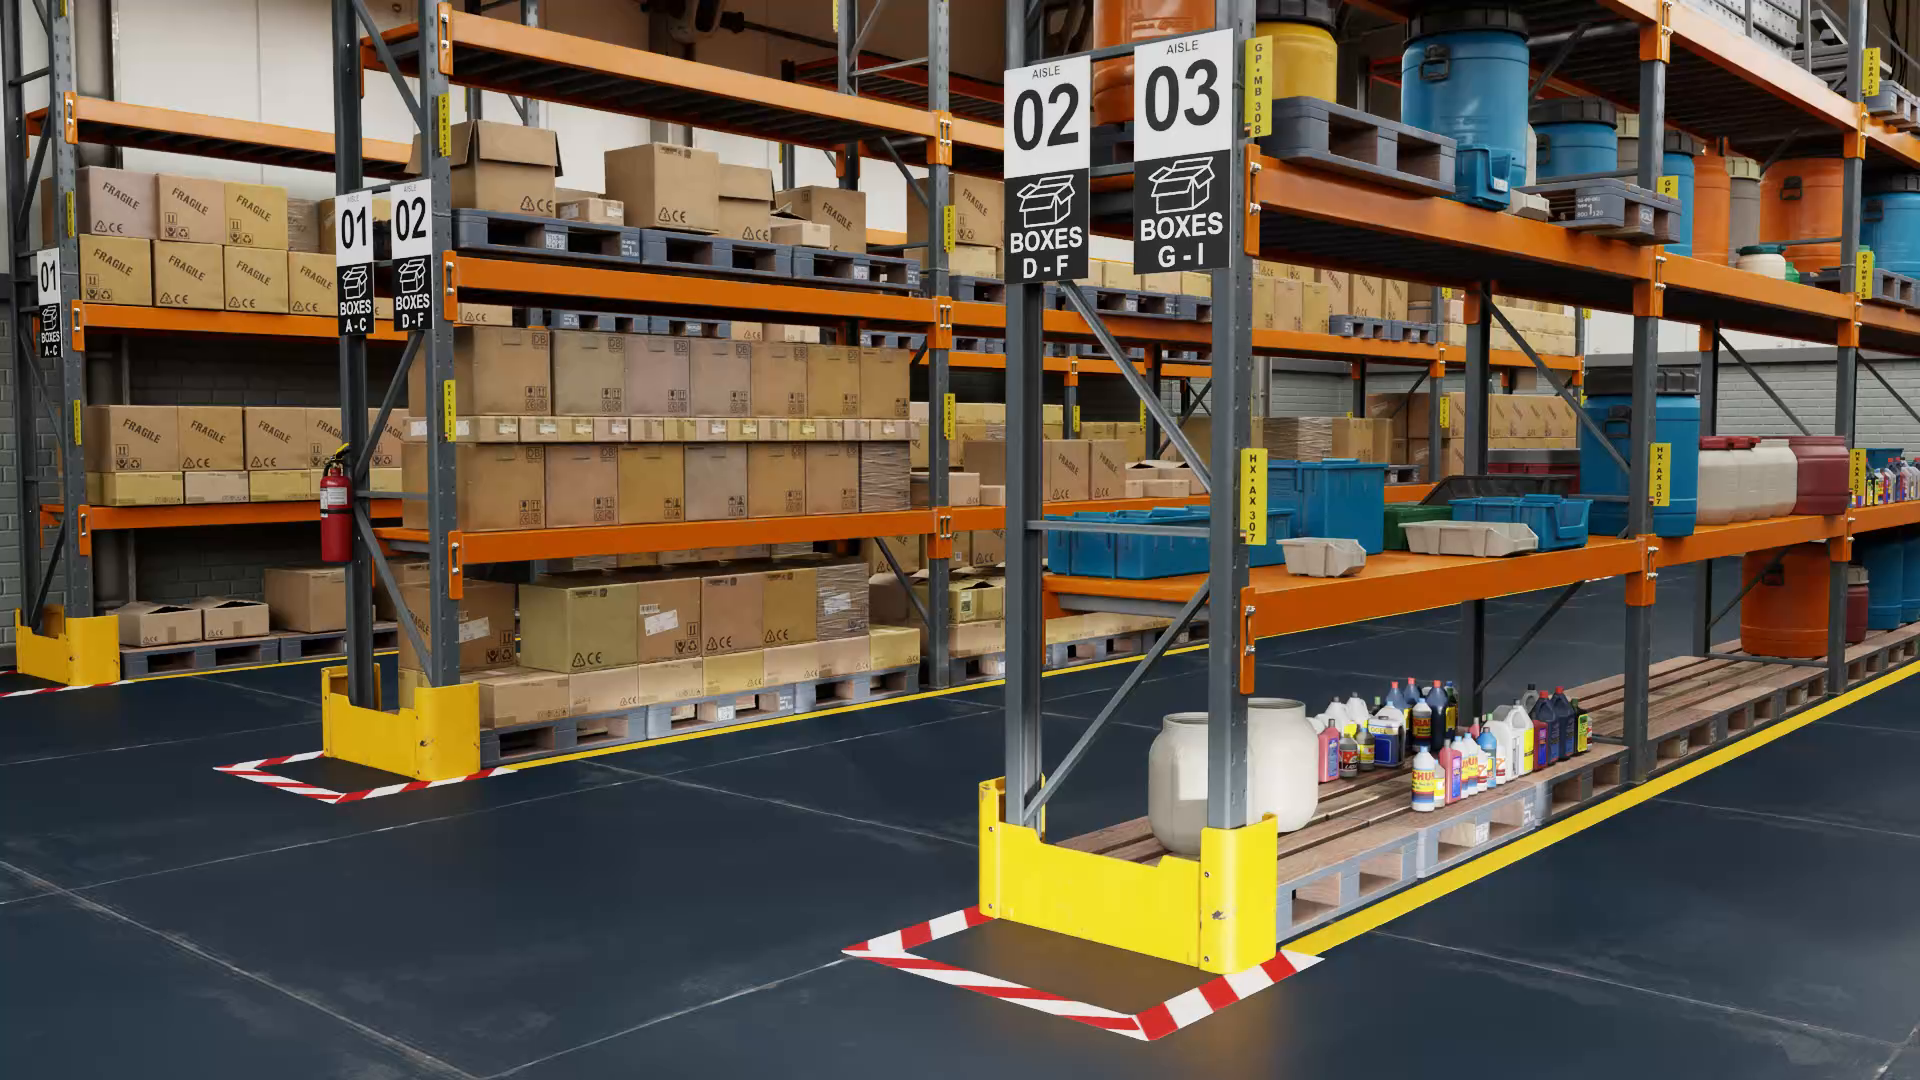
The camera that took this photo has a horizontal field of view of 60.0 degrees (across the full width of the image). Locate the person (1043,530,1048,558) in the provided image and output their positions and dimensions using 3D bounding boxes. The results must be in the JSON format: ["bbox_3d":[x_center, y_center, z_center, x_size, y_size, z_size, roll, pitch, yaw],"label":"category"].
[{"bbox_3d":[0.993,-0.030,16.945,0.460,1.615,0.461,3,5,42],"label":"person"}]
